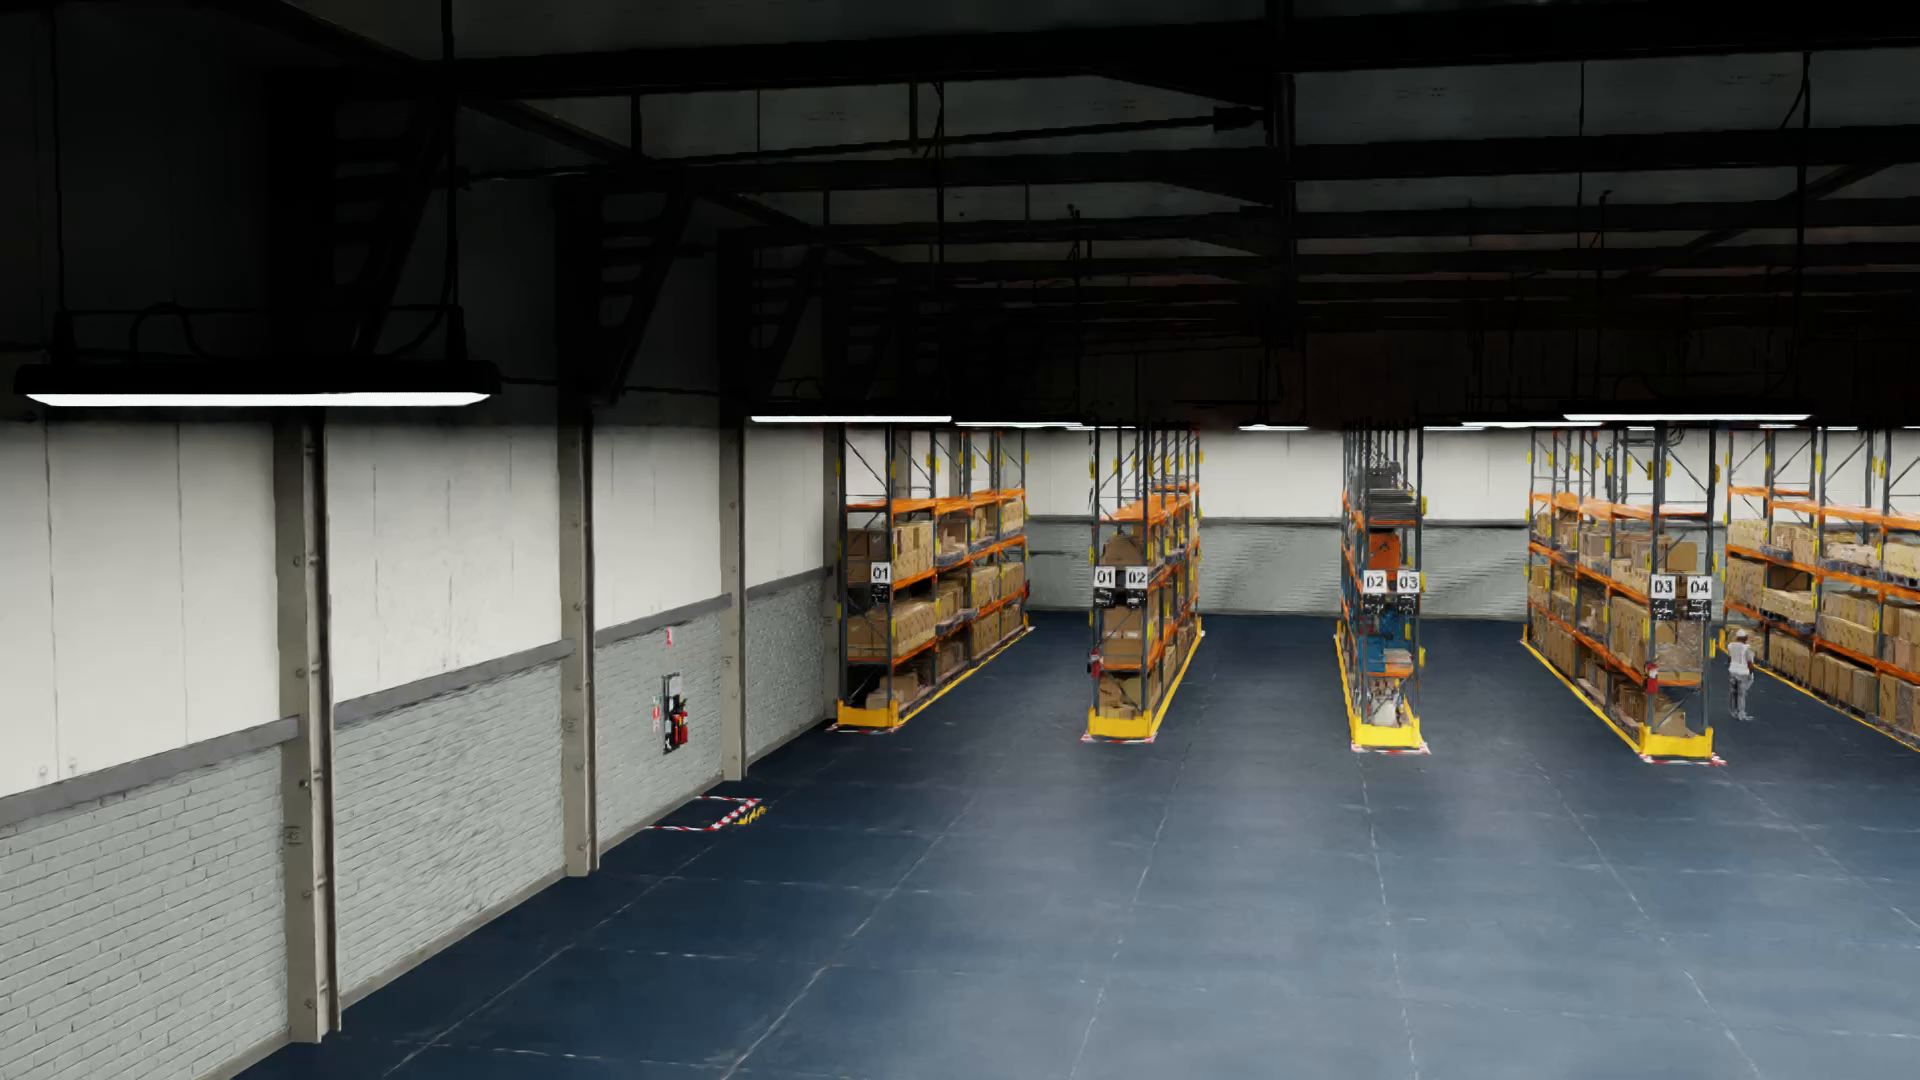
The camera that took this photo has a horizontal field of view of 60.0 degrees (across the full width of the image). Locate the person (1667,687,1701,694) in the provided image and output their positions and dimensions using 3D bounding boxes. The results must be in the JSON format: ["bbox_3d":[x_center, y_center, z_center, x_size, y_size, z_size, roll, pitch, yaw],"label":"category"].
[{"bbox_3d":[15.809,2.492,36.380,0.536,1.707,1.036,0,4,3],"label":"person"}]

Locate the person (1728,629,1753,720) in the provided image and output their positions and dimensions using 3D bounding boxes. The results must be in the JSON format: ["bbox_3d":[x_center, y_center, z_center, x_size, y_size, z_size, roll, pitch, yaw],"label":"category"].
[{"bbox_3d":[15.602,2.661,33.176,0.457,1.783,0.618,-1,4,-20],"label":"person"}]

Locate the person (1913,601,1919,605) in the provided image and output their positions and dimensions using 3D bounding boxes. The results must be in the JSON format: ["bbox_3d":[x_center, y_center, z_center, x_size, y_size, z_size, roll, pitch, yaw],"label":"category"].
[{"bbox_3d":[23.633,2.237,40.883,0.566,1.651,0.687,1,4,19],"label":"person"}]
